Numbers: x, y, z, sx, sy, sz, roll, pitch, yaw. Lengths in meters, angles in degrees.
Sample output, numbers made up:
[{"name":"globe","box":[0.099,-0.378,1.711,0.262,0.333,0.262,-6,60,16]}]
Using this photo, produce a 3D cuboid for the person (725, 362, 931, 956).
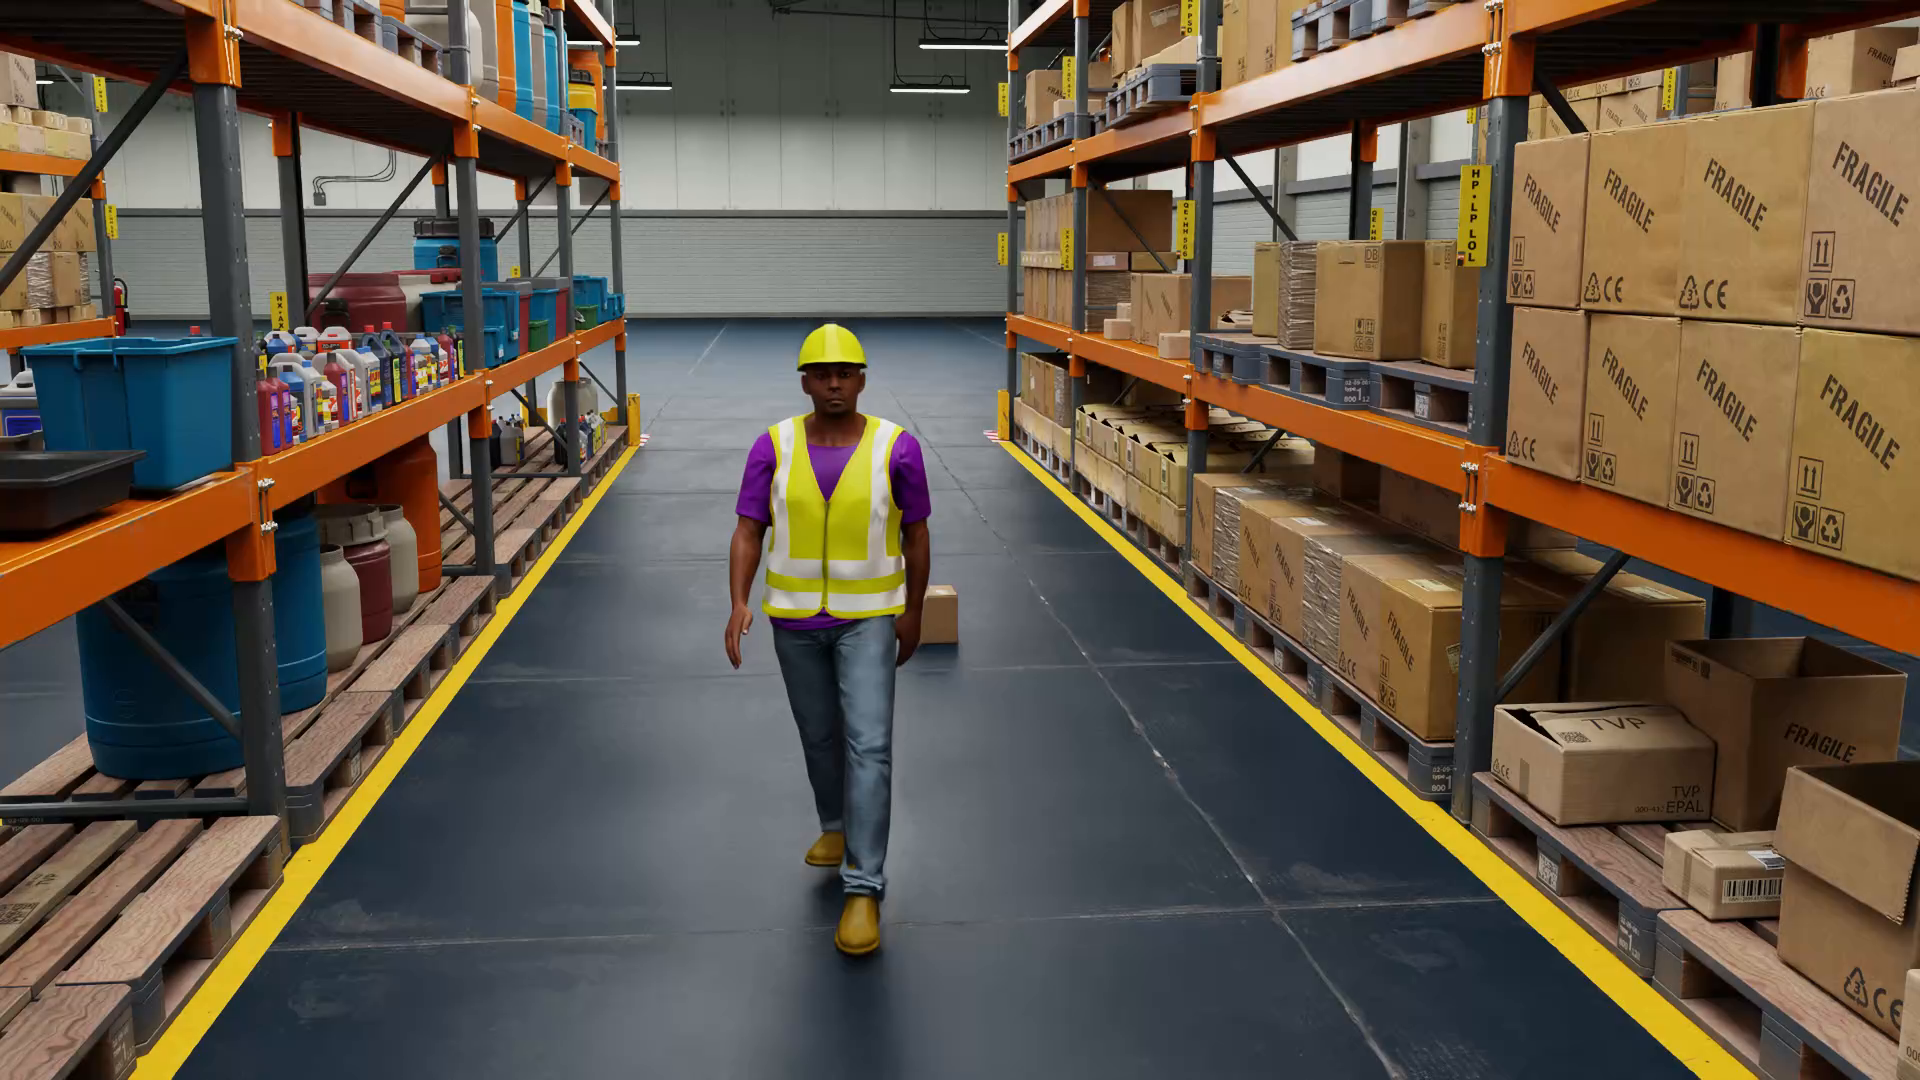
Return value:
[{"name":"person","box":[-0.401,0.251,4.911,0.580,1.679,0.958,1,10,6]}]
